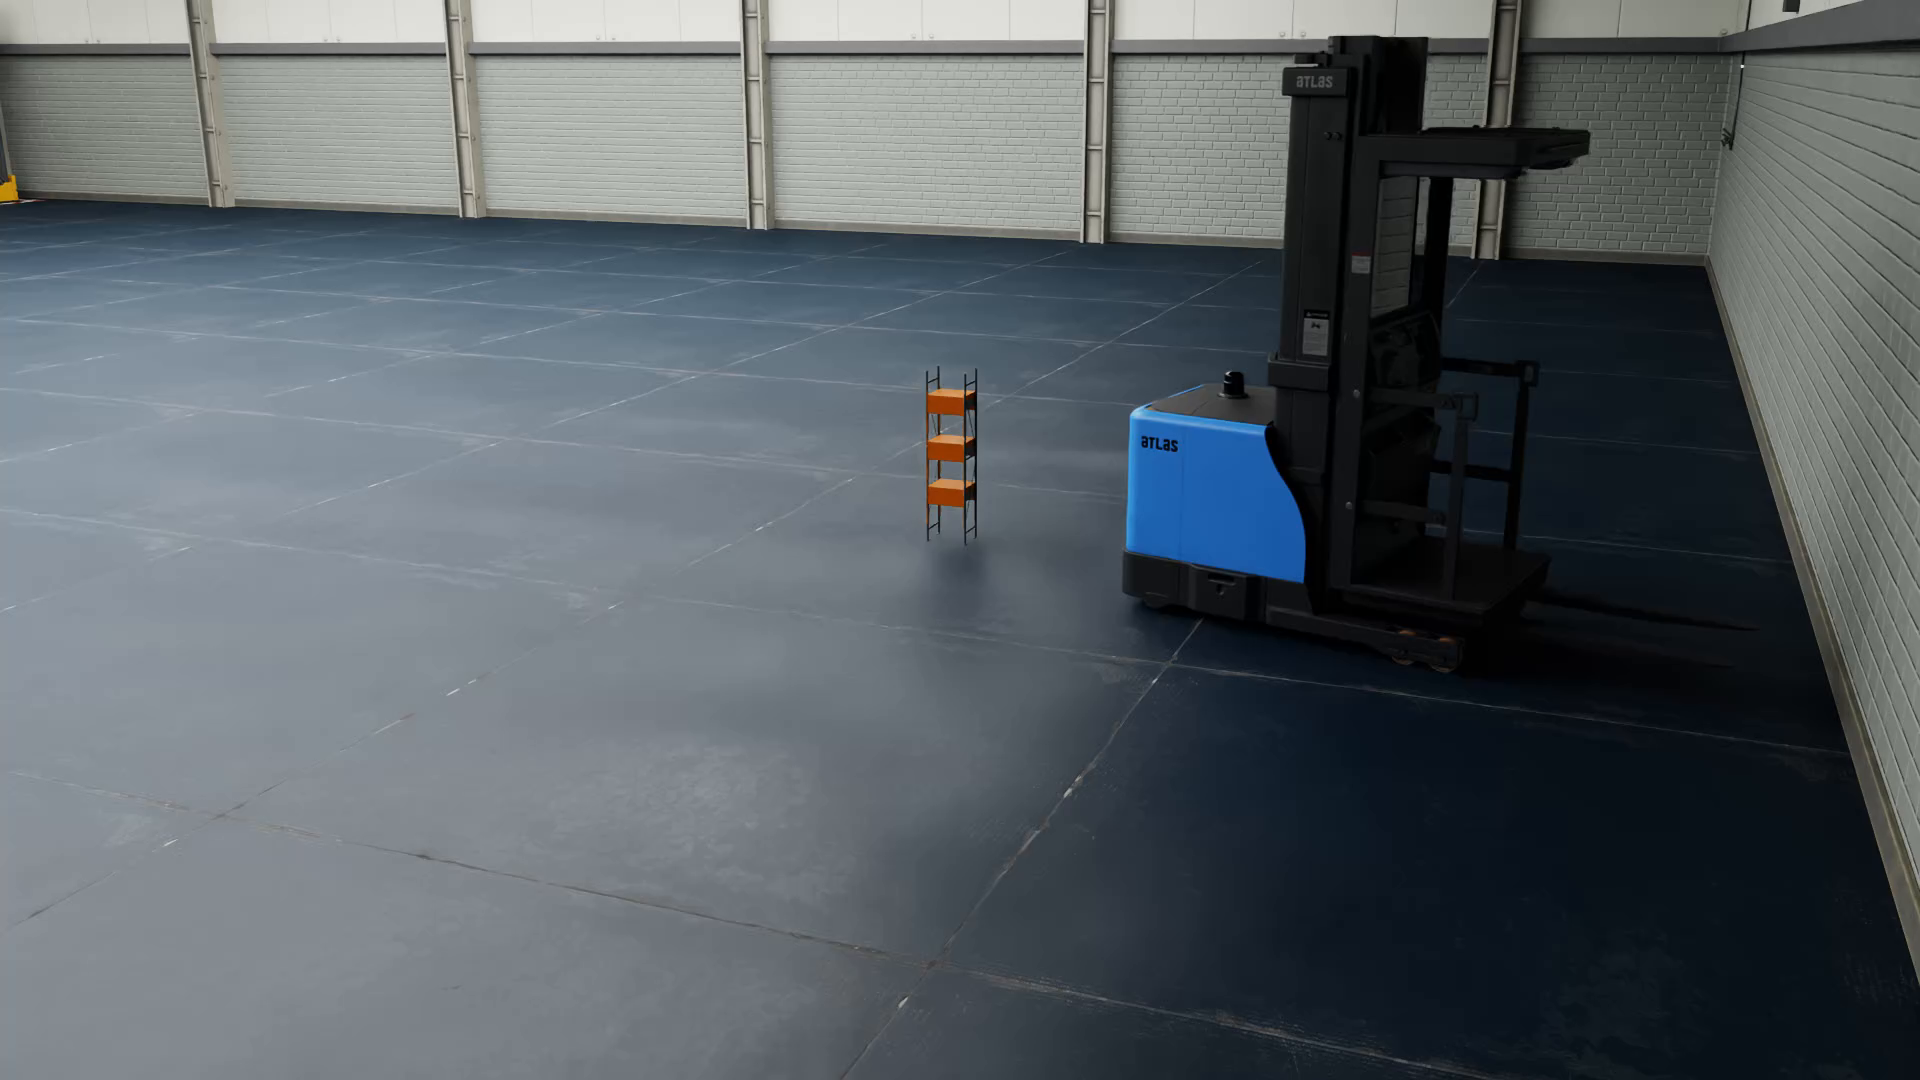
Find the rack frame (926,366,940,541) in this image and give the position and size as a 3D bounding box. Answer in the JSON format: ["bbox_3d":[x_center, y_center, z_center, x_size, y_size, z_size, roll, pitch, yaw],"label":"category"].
[{"bbox_3d":[-0.163,-0.522,10.089,0.008,1.050,0.200,6,17,21],"label":"rack frame"}]

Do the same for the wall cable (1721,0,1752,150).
[{"bbox_3d":[9.988,-6.334,21.420,0.112,2.526,3.097,6,17,21],"label":"wall cable"}]

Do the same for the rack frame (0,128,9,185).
[{"bbox_3d":[-19.858,-8.352,33.564,0.127,3.000,1.000,6,17,21],"label":"rack frame"}]

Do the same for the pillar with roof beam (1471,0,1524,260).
[{"bbox_3d":[6.153,-7.353,19.361,0.400,9.000,9.100,6,17,21],"label":"pillar with roof beam"}]

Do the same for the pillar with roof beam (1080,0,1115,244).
[{"bbox_3d":[0.572,-7.967,21.475,0.400,9.000,9.100,6,17,21],"label":"pillar with roof beam"}]

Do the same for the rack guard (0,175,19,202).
[{"bbox_3d":[-19.835,-7.149,33.904,0.348,0.500,1.175,6,17,21],"label":"rack guard"}]

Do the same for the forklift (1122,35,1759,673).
[{"bbox_3d":[2.380,-0.939,8.151,3.031,2.935,1.130,11,19,33],"label":"forklift"}]

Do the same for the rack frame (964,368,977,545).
[{"bbox_3d":[0.064,-0.497,10.003,0.008,1.050,0.200,6,17,21],"label":"rack frame"}]

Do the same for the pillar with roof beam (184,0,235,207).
[{"bbox_3d":[-16.173,-9.808,27.818,0.400,9.000,9.100,6,17,21],"label":"pillar with roof beam"}]

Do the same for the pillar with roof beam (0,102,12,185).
[{"bbox_3d":[-21.754,-10.422,29.932,0.400,9.000,9.100,6,17,21],"label":"pillar with roof beam"}]

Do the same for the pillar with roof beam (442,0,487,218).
[{"bbox_3d":[-10.591,-9.194,25.704,0.400,9.000,9.100,6,17,21],"label":"pillar with roof beam"}]

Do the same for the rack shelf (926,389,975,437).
[{"bbox_3d":[-0.050,-0.772,9.970,0.240,0.259,0.215,6,17,21],"label":"rack shelf"}]

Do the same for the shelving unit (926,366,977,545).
[{"bbox_3d":[-0.050,-0.510,10.046,0.252,1.050,0.215,6,17,21],"label":"shelving unit"}]

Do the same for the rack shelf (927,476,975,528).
[{"bbox_3d":[-0.050,-0.233,10.127,0.240,0.259,0.215,6,17,21],"label":"rack shelf"}]

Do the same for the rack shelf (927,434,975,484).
[{"bbox_3d":[-0.050,-0.499,10.049,0.240,0.259,0.215,6,17,21],"label":"rack shelf"}]

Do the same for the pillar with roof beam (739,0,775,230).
[{"bbox_3d":[-5.010,-8.581,23.589,0.400,9.000,9.100,6,17,21],"label":"pillar with roof beam"}]

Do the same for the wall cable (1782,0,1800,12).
[{"bbox_3d":[6.490,-6.998,12.038,0.169,6.003,2.305,6,17,21],"label":"wall cable"}]
